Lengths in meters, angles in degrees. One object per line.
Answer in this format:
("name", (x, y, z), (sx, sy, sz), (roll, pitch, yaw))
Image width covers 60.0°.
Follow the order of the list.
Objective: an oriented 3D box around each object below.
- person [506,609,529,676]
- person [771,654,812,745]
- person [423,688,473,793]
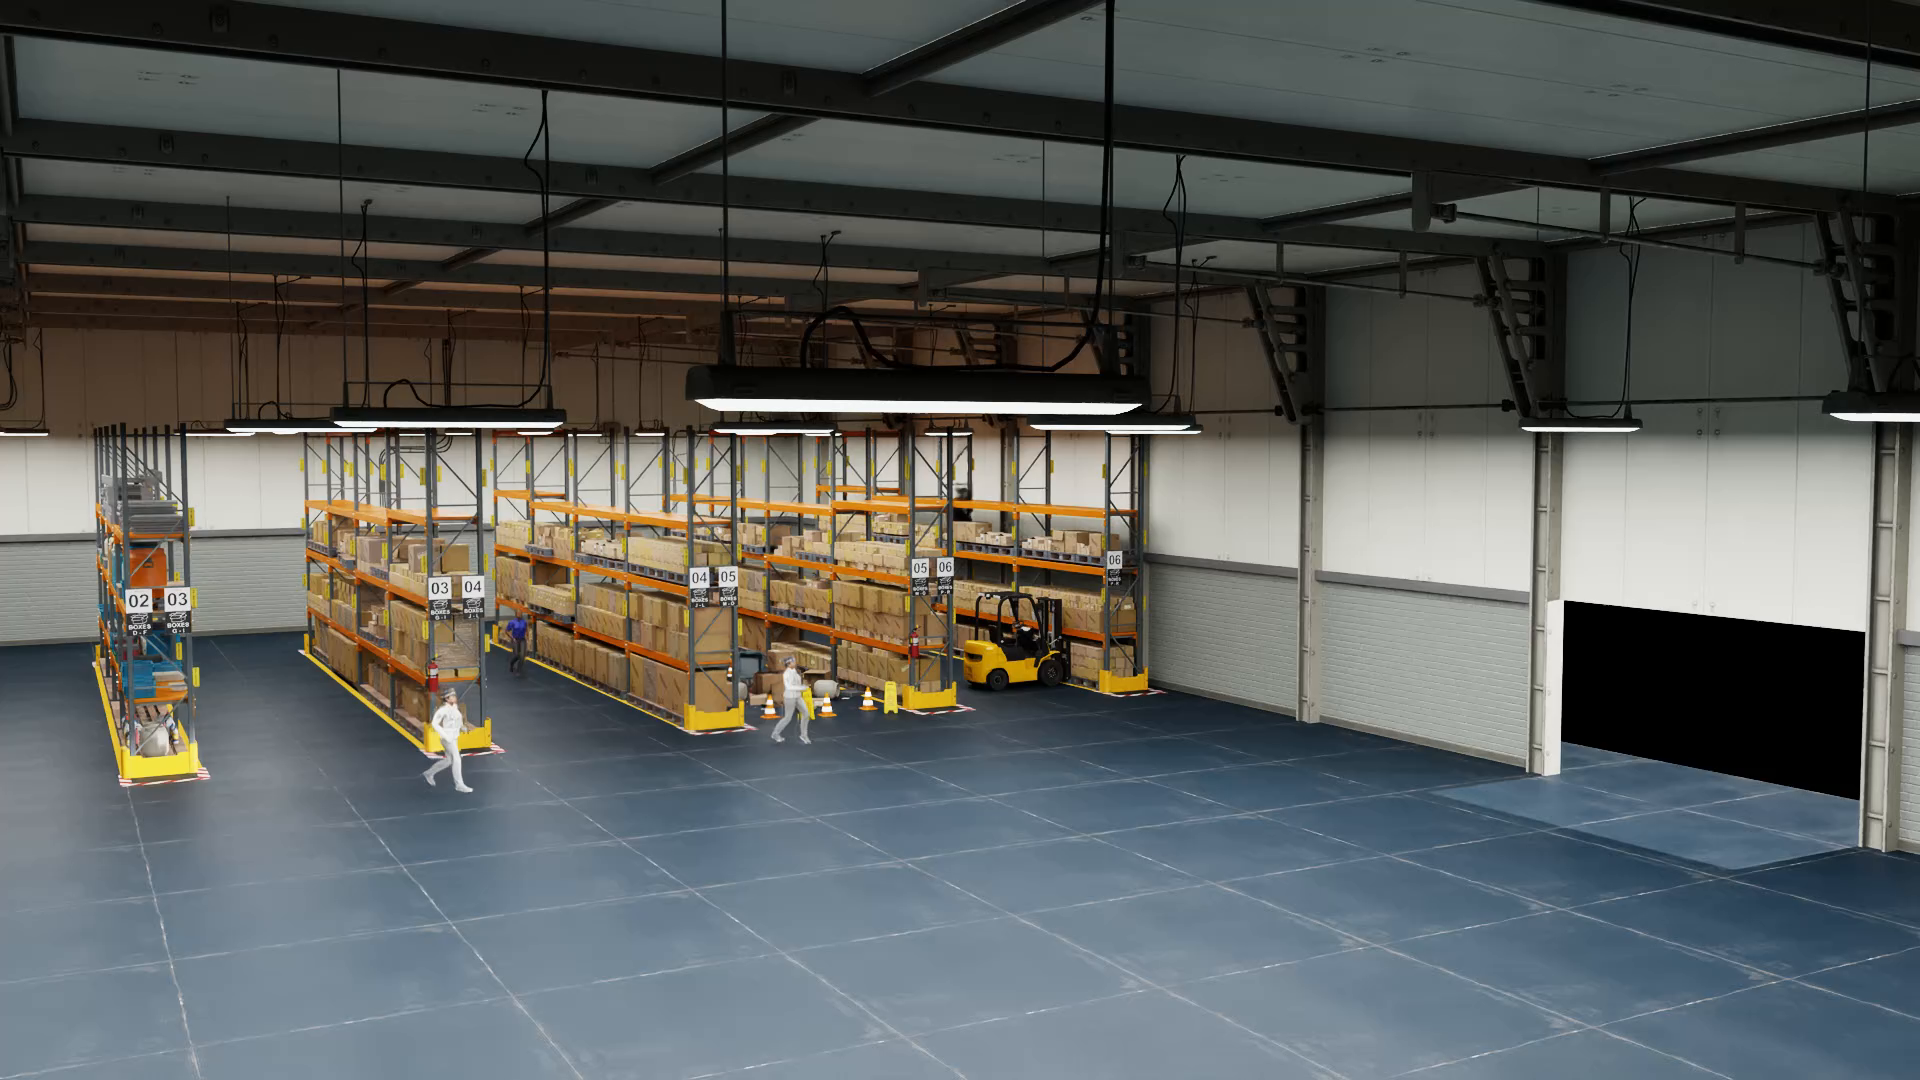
("person", (-10.698, 2.484, 40.296), (0.555, 1.598, 0.549), (-3, 4, -37))
("person", (-3.162, 2.998, 31.264), (0.775, 1.723, 0.617), (1, 4, 18))
("person", (-8.296, 3.227, 26.921), (0.860, 1.681, 0.610), (0, 3, 8))
